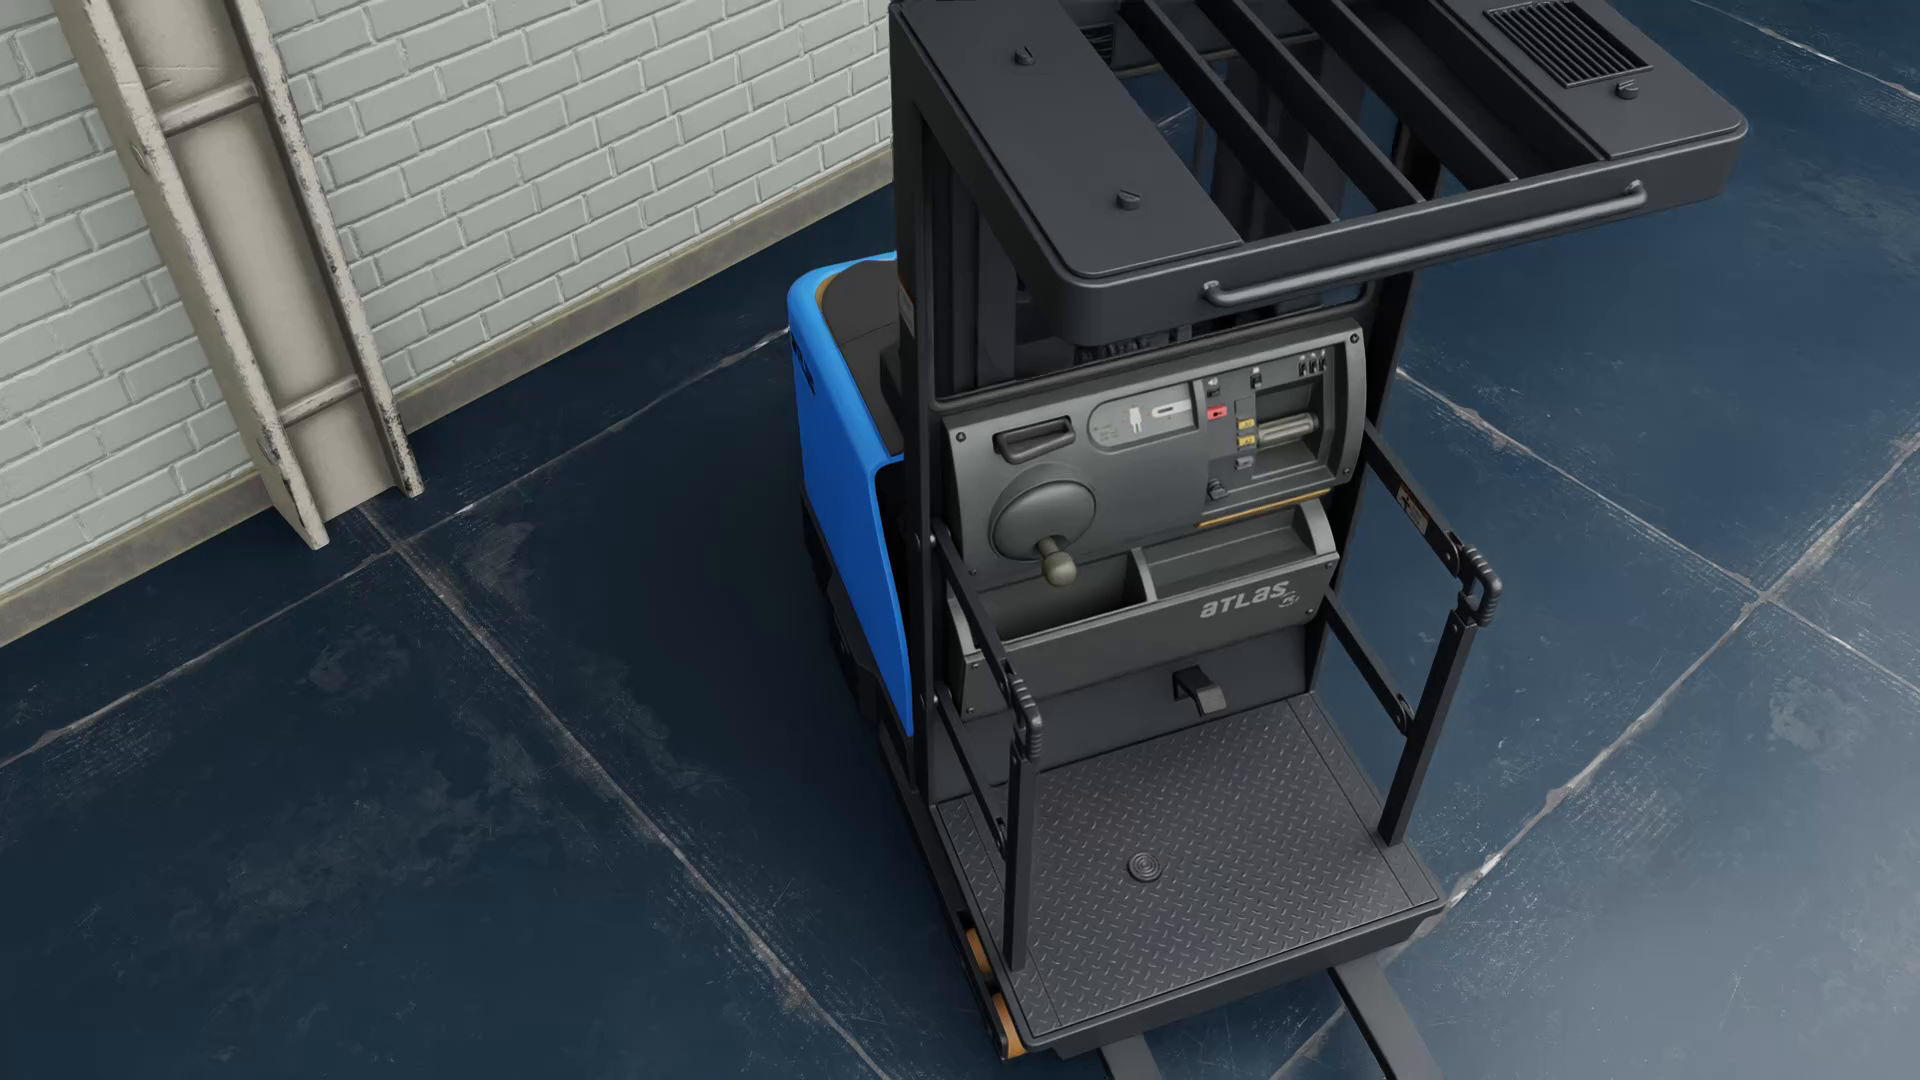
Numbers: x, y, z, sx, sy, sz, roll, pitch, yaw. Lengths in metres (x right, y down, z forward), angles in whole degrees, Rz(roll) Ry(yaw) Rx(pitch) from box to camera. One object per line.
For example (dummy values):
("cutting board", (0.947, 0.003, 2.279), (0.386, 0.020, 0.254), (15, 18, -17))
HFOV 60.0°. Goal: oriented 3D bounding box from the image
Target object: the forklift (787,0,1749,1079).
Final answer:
("forklift", (0.498, -0.080, 3.330), (1.130, 2.935, 3.031), (-15, 49, -13))
